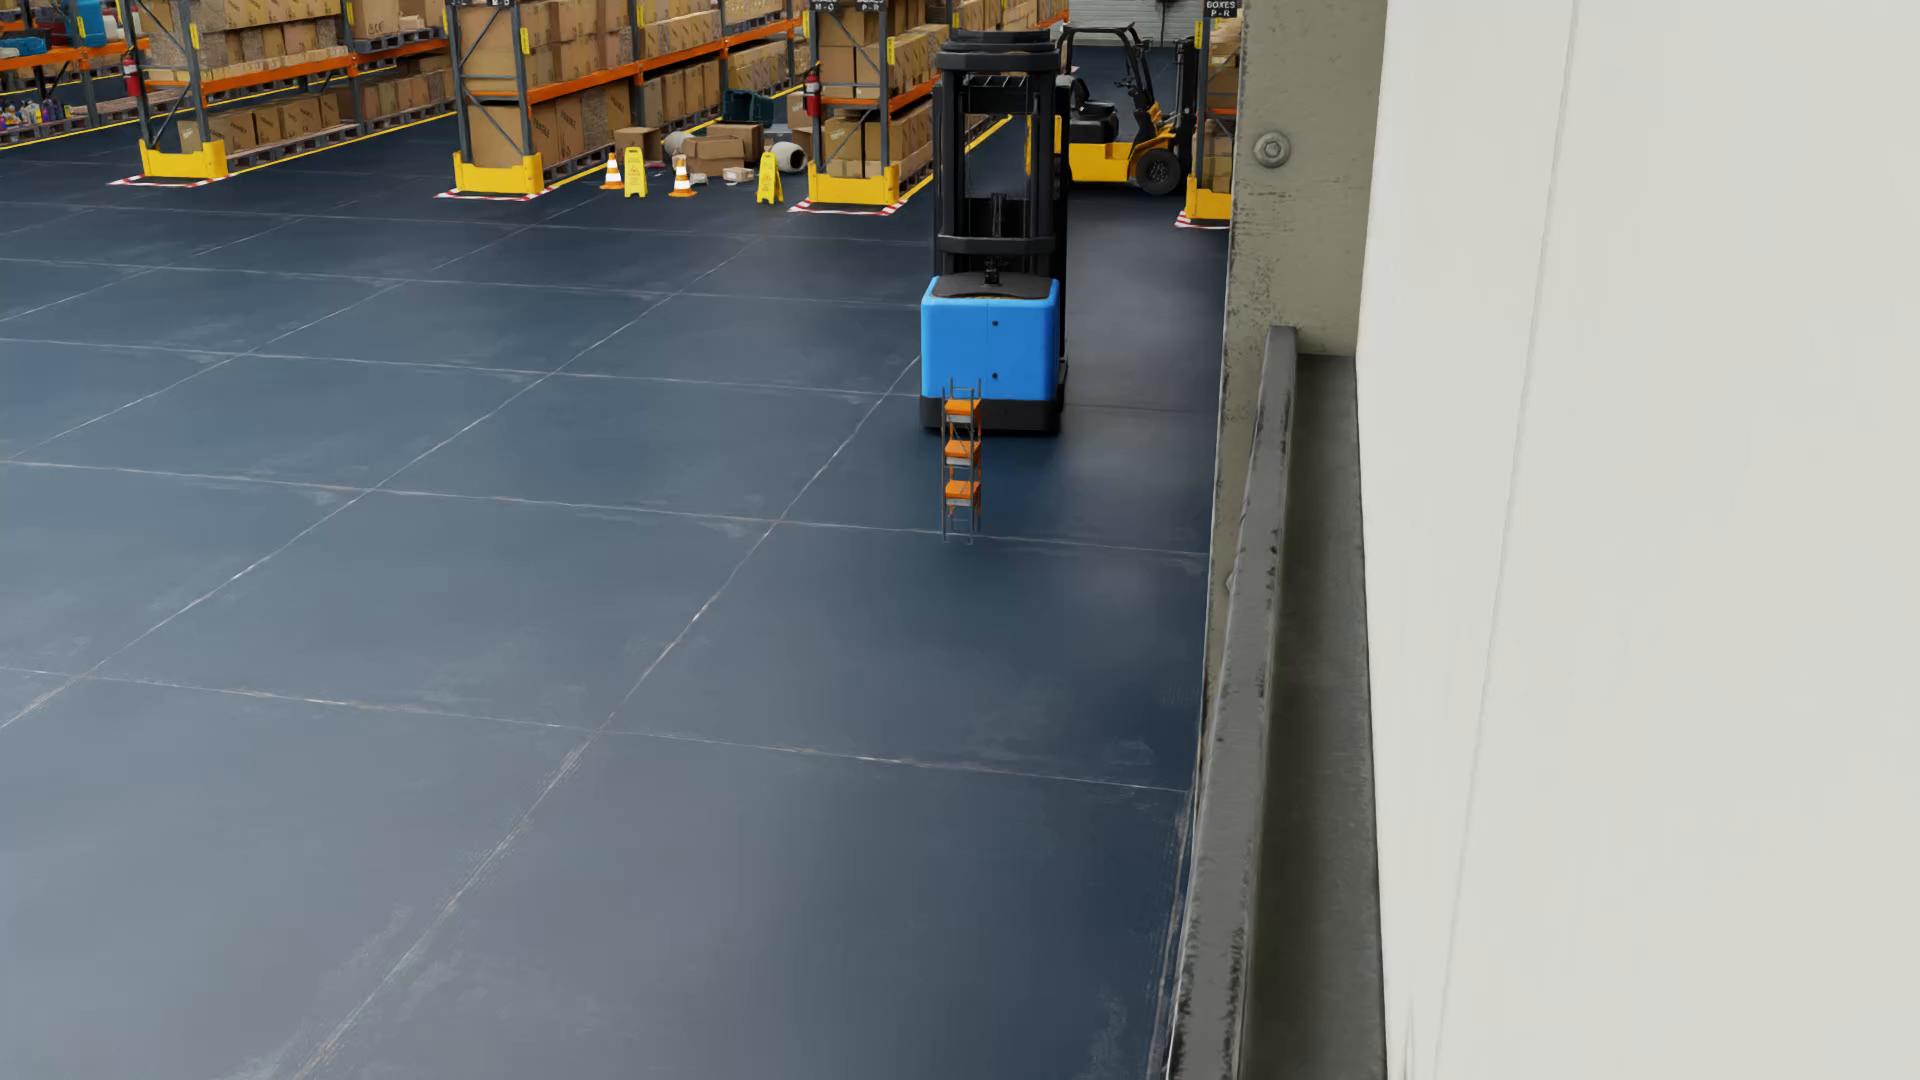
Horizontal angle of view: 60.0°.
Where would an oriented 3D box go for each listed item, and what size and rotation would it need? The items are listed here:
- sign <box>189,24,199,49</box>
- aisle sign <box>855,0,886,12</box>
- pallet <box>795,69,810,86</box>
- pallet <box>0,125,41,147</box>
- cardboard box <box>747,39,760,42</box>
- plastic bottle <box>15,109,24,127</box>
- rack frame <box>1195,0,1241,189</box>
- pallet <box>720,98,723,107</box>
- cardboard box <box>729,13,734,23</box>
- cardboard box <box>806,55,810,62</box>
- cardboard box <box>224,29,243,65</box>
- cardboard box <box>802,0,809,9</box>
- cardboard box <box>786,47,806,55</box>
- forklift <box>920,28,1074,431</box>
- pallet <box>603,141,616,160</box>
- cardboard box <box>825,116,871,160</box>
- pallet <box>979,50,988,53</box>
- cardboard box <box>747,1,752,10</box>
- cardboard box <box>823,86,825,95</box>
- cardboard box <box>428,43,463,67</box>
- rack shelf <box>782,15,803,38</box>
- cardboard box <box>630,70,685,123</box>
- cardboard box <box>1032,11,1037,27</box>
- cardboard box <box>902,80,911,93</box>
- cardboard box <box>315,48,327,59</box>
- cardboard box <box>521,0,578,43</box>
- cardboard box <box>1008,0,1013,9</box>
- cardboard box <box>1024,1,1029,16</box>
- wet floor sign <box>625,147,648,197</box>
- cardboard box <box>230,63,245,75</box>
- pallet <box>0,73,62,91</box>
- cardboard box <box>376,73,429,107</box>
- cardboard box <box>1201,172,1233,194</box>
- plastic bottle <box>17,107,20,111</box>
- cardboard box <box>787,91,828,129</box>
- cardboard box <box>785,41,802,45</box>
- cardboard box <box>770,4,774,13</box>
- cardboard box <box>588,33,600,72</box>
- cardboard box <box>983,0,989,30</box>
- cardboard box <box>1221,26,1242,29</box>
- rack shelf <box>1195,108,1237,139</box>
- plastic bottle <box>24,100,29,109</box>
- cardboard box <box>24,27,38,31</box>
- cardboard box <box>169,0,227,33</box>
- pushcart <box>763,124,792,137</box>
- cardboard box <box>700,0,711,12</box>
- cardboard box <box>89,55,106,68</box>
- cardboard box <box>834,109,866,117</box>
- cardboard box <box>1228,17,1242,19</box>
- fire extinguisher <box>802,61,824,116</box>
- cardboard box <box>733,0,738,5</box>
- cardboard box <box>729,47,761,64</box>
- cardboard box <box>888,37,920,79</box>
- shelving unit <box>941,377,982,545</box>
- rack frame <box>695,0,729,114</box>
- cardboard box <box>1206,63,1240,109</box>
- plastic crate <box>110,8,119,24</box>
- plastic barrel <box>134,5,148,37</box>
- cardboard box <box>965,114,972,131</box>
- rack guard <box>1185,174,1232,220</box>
[{"bbox_3d":[-10.586,-6.964,22.985,0.100,0.325,0.005,4,22,11],"label":"sign"},{"bbox_3d":[-1.125,-7.008,20.773,0.394,0.787,0.004,4,22,11],"label":"aisle sign"},{"bbox_3d":[-3.731,-9.532,34.254,1.003,0.211,1.213,4,22,11],"label":"pallet"},{"bbox_3d":[-15.574,-6.461,26.627,1.003,0.211,1.213,4,22,11],"label":"pallet"},{"bbox_3d":[-4.243,-9.710,32.743,0.500,0.250,0.500,3,22,9],"label":"cardboard box"},{"bbox_3d":[-15.159,-6.795,26.788,0.097,0.271,0.097,0,22,0],"label":"plastic bottle"},{"bbox_3d":[3.444,-5.471,20.438,1.000,3.000,0.127,4,22,11],"label":"rack frame"},{"bbox_3d":[-4.489,-8.106,30.714,1.003,0.211,1.213,4,22,11],"label":"pallet"},{"bbox_3d":[-4.306,-9.439,30.064,0.380,0.149,0.250,6,23,14],"label":"cardboard box"},{"bbox_3d":[-3.331,-10.084,34.748,0.380,0.149,0.250,6,23,13],"label":"cardboard box"},{"bbox_3d":[-10.994,-7.179,24.146,0.875,0.500,0.500,4,22,11],"label":"cardboard box"},{"bbox_3d":[-3.392,-11.105,33.895,0.500,0.500,0.500,4,22,11],"label":"cardboard box"},{"bbox_3d":[-3.412,-10.125,34.452,0.380,0.149,0.250,4,22,10],"label":"cardboard box"},{"bbox_3d":[0.350,-2.710,13.673,1.130,2.935,3.031,2,22,5],"label":"forklift"},{"bbox_3d":[-5.698,-6.086,25.697,1.003,0.211,1.213,4,22,11],"label":"pallet"},{"bbox_3d":[-1.508,-5.428,22.446,0.500,0.500,0.500,5,22,11],"label":"cardboard box"},{"bbox_3d":[-0.147,-7.958,26.869,1.003,0.211,1.213,4,22,11],"label":"pallet"},{"bbox_3d":[-4.093,-9.963,30.967,0.380,0.149,0.250,4,22,10],"label":"cardboard box"},{"bbox_3d":[-1.606,-5.986,22.052,0.380,0.149,0.250,4,22,10],"label":"cardboard box"},{"bbox_3d":[-9.324,-8.989,31.456,1.225,0.875,0.875,3,22,8],"label":"cardboard box"},{"bbox_3d":[-3.426,-10.975,35.067,1.077,0.370,4.000,4,22,11],"label":"rack shelf"},{"bbox_3d":[-5.227,-7.389,27.649,1.050,0.750,0.750,4,22,11],"label":"cardboard box"},{"bbox_3d":[1.188,-9.984,31.844,0.500,0.250,0.500,4,22,10],"label":"cardboard box"},{"bbox_3d":[-0.876,-6.114,22.369,0.380,0.149,0.250,5,22,12],"label":"cardboard box"},{"bbox_3d":[-10.227,-7.671,26.237,0.380,0.149,0.250,4,22,11],"label":"cardboard box"},{"bbox_3d":[-5.899,-7.294,23.319,0.875,0.550,0.550,4,22,11],"label":"cardboard box"},{"bbox_3d":[0.648,-9.628,29.287,0.500,0.500,0.500,5,22,11],"label":"cardboard box"},{"bbox_3d":[0.986,-9.846,30.832,0.500,0.250,0.500,5,22,12],"label":"cardboard box"},{"bbox_3d":[-4.350,-4.935,22.258,0.267,0.644,0.232,1,22,2],"label":"wet floor sign"},{"bbox_3d":[-10.660,-6.846,24.189,0.380,0.149,0.250,4,22,11],"label":"cardboard box"},{"bbox_3d":[-18.993,-9.263,33.585,1.003,0.211,1.213,4,22,11],"label":"pallet"},{"bbox_3d":[-9.812,-7.916,29.265,0.700,0.500,0.500,6,23,15],"label":"cardboard box"},{"bbox_3d":[3.231,-4.586,21.359,0.500,0.250,0.500,5,22,11],"label":"cardboard box"},{"bbox_3d":[-15.246,-6.891,27.011,0.061,0.283,0.133,4,22,11],"label":"plastic bottle"},{"bbox_3d":[-2.348,-6.627,25.641,0.500,0.500,0.500,4,22,11],"label":"cardboard box"},{"bbox_3d":[-3.608,-10.633,35.711,0.380,0.149,0.250,5,23,13],"label":"cardboard box"},{"bbox_3d":[-3.826,-10.309,32.224,0.380,0.149,0.250,4,22,11],"label":"cardboard box"},{"bbox_3d":[-5.845,-7.194,24.514,0.875,0.550,0.550,4,22,11],"label":"cardboard box"},{"bbox_3d":[0.199,-8.591,27.090,0.500,0.500,0.500,3,22,7],"label":"cardboard box"},{"bbox_3d":[3.720,-6.848,22.457,0.380,0.149,0.250,4,22,11],"label":"cardboard box"},{"bbox_3d":[3.852,-5.869,22.388,1.077,0.370,4.000,4,22,11],"label":"rack shelf"},{"bbox_3d":[-15.579,-7.177,27.720,0.061,0.283,0.133,4,22,11],"label":"plastic bottle"},{"bbox_3d":[-22.547,-12.177,39.871,0.700,0.500,0.500,4,22,11],"label":"cardboard box"},{"bbox_3d":[-10.738,-7.432,23.436,0.500,0.500,0.500,4,22,11],"label":"cardboard box"},{"bbox_3d":[-2.842,-6.250,25.882,1.648,0.377,0.936,-3,22,-8],"label":"pushcart"},{"bbox_3d":[-4.751,-9.461,28.872,0.700,0.500,0.500,4,22,11],"label":"cardboard box"},{"bbox_3d":[-18.398,-10.228,35.005,0.500,0.500,0.500,5,22,12],"label":"cardboard box"},{"bbox_3d":[-1.499,-5.868,22.671,0.380,0.149,0.250,5,22,12],"label":"cardboard box"},{"bbox_3d":[4.323,-7.996,25.704,0.380,0.149,0.250,4,22,9],"label":"cardboard box"},{"bbox_3d":[-1.890,-5.806,21.372,0.296,0.674,0.183,4,22,11],"label":"fire extinguisher"},{"bbox_3d":[-4.259,-9.811,30.190,0.380,0.149,0.250,4,22,11],"label":"cardboard box"},{"bbox_3d":[-4.055,-9.097,31.220,0.500,0.250,0.500,5,22,11],"label":"cardboard box"},{"bbox_3d":[-0.842,-6.561,22.611,0.500,0.500,0.500,4,22,10],"label":"cardboard box"},{"bbox_3d":[0.011,-0.507,10.721,0.215,1.050,0.252,4,22,11],"label":"shelving unit"},{"bbox_3d":[-4.650,-9.114,29.484,1.000,3.000,0.127,4,22,11],"label":"rack frame"},{"bbox_3d":[3.287,-5.717,20.916,0.500,0.500,0.500,4,22,10],"label":"cardboard box"},{"bbox_3d":[-14.963,-9.369,30.030,0.402,0.464,0.583,4,22,11],"label":"plastic crate"},{"bbox_3d":[-14.502,-9.267,29.680,0.433,0.535,0.433,0,22,0],"label":"plastic barrel"},{"bbox_3d":[-0.352,-6.742,26.549,0.950,0.372,0.625,6,23,14],"label":"cardboard box"},{"bbox_3d":[3.439,-4.303,20.883,1.175,0.500,0.348,4,22,11],"label":"rack guard"}]
